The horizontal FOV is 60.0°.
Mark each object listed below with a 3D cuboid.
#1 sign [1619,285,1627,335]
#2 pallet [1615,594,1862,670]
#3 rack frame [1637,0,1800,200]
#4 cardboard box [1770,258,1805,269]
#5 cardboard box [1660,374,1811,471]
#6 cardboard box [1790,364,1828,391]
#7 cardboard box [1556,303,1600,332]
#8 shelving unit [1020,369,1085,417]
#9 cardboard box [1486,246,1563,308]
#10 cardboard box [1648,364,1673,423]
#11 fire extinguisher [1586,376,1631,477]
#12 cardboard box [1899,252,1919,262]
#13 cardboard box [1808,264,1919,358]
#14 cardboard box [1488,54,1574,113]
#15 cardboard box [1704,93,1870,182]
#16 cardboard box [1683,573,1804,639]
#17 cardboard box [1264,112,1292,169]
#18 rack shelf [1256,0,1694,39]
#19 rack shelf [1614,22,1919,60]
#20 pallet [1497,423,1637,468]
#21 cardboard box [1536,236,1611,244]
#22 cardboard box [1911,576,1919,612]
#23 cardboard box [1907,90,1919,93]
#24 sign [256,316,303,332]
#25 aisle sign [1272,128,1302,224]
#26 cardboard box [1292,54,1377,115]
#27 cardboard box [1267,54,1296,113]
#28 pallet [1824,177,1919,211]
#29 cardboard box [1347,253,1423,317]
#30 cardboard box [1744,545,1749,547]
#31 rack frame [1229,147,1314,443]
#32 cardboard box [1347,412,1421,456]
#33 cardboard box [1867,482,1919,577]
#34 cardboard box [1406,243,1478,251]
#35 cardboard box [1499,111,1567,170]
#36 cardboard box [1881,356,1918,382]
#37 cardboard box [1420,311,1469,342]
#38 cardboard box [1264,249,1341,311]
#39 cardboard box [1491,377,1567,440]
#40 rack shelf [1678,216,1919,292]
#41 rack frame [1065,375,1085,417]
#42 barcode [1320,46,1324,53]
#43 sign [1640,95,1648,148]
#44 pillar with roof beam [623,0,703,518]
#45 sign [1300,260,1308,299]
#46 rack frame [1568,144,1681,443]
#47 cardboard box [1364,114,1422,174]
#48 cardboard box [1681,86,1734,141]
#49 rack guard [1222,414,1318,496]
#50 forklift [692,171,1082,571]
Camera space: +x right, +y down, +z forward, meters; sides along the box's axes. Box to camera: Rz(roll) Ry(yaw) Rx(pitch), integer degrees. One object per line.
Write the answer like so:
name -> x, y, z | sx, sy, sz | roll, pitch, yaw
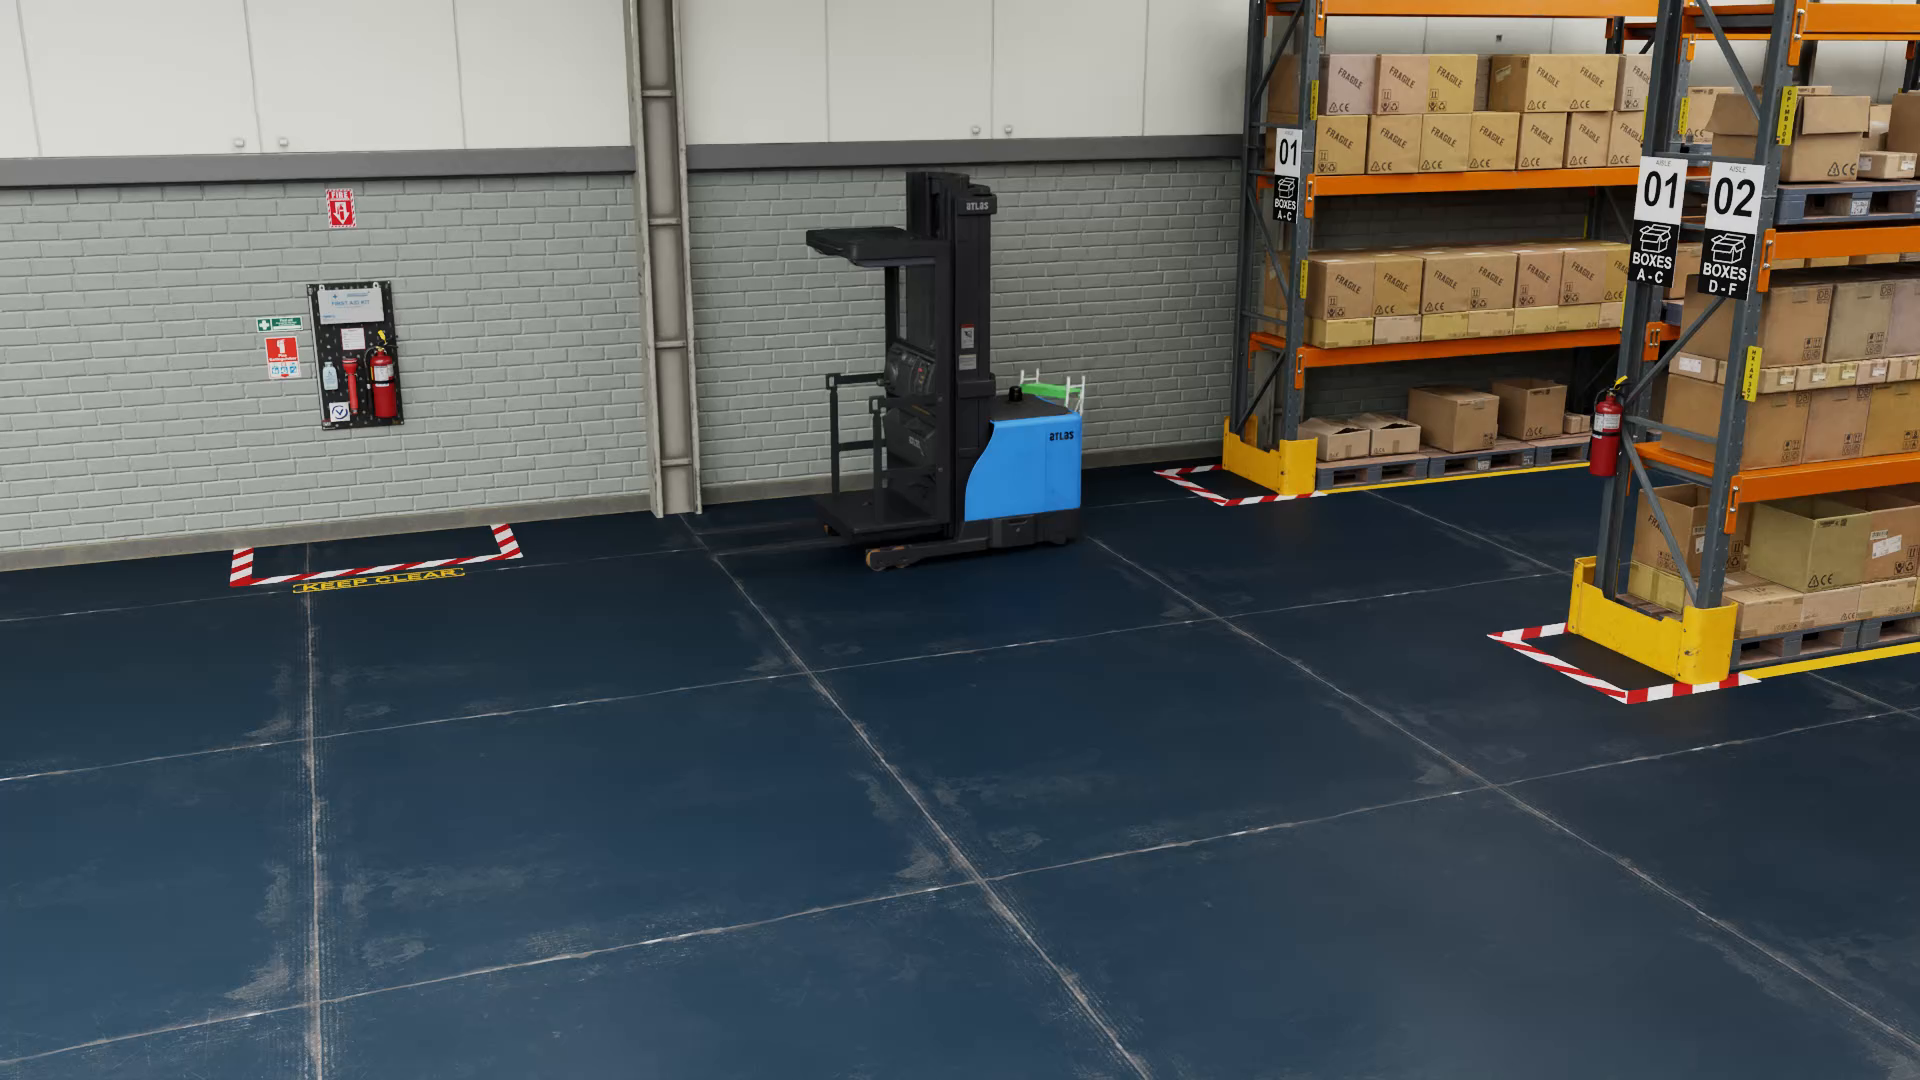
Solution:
sign -> 4.388, -1.507, 10.929 | 0.005, 0.325, 0.100 | -6, 17, -20
pallet -> 5.269, 0.557, 11.328 | 1.213, 0.211, 1.003 | -6, 17, -20
rack frame -> 4.570, -3.572, 9.790 | 0.127, 3.000, 1.000 | -6, 17, -20
cardboard box -> 8.144, -2.830, 16.953 | 0.500, 0.500, 0.700 | -4, 17, -12
cardboard box -> 5.010, -0.785, 10.770 | 0.500, 0.500, 0.700 | -6, 17, -20
cardboard box -> 5.259, -1.063, 10.564 | 0.250, 0.149, 0.380 | -7, 18, -22
cardboard box -> 5.727, -2.161, 15.866 | 0.500, 0.250, 0.500 | -6, 17, -20
shelving unit -> 0.757, -0.839, 14.291 | 0.503, 1.200, 0.258 | 13, 16, 38
cardboard box -> 5.260, -2.468, 15.579 | 0.500, 0.500, 0.500 | -7, 18, -22
cardboard box -> 7.210, -1.490, 17.003 | 0.500, 0.500, 0.700 | -6, 17, -18
fire extinguisher -> 4.293, -0.766, 11.021 | 0.183, 0.674, 0.296 | -6, 17, -20
cardboard box -> 9.829, -3.012, 17.572 | 0.500, 0.500, 0.700 | -8, 18, -27
cardboard box -> 6.019, -1.518, 10.964 | 0.500, 0.500, 0.700 | -6, 17, -20
cardboard box -> 5.166, -4.141, 15.064 | 0.500, 0.500, 0.500 | -7, 18, -22
cardboard box -> 5.108, -2.507, 10.312 | 0.637, 0.503, 0.797 | -5, 17, -16
cardboard box -> 5.150, 0.429, 10.948 | 0.500, 0.250, 0.500 | -6, 17, -20
cardboard box -> 3.093, -3.602, 15.003 | 0.500, 0.500, 0.500 | -5, 17, -16
rack shelf -> 4.661, -4.729, 15.015 | 4.000, 0.370, 1.077 | -6, 17, -20
rack shelf -> 8.396, -4.942, 16.444 | 4.000, 0.370, 1.077 | -6, 17, -20
pallet -> 5.914, -0.984, 16.576 | 1.213, 0.211, 1.003 | -6, 17, -20
cardboard box -> 6.015, -2.704, 16.384 | 0.500, 0.500, 0.500 | -7, 18, -21
cardboard box -> 6.551, 0.278, 11.462 | 0.500, 0.250, 0.500 | -6, 17, -20
cardboard box -> 6.722, -2.721, 11.040 | 0.637, 0.503, 0.797 | -4, 17, -14
sign -> -5.332, -1.691, 13.030 | 0.331, 0.109, 0.001 | -6, 17, -20
aisle sign -> 2.834, -3.157, 14.412 | 0.004, 0.787, 0.394 | -6, 17, -20
cardboard box -> 3.240, -3.948, 14.406 | 0.500, 0.500, 0.500 | -8, 18, -24
cardboard box -> 3.103, -4.085, 14.874 | 0.500, 0.500, 0.500 | -5, 17, -18
pallet -> 6.380, -2.278, 10.867 | 1.213, 0.211, 1.003 | -6, 17, -20
cardboard box -> 3.812, -2.310, 15.040 | 0.500, 0.500, 0.500 | -6, 17, -20
cardboard box -> 5.894, 0.188, 11.768 | 0.500, 0.250, 0.500 | -6, 17, -20
rack frame -> 2.794, -1.996, 15.072 | 0.127, 3.000, 1.000 | -6, 17, -20
cardboard box -> 4.004, -1.021, 15.741 | 0.500, 0.311, 0.500 | -5, 17, -15
cardboard box -> 6.552, -0.081, 11.355 | 0.500, 0.500, 0.500 | -6, 17, -20
cardboard box -> 4.583, -2.549, 15.855 | 0.500, 0.500, 0.500 | -6, 17, -19
cardboard box -> 5.165, -3.667, 15.224 | 0.500, 0.500, 0.500 | -7, 18, -22
cardboard box -> 5.977, -1.140, 10.827 | 0.250, 0.149, 0.380 | -7, 18, -22
cardboard box -> 4.321, -2.005, 15.334 | 0.500, 0.250, 0.500 | -6, 18, -21
cardboard box -> 3.158, -2.397, 15.337 | 0.500, 0.500, 0.500 | -6, 18, -21
cardboard box -> 5.574, -1.296, 16.343 | 0.500, 0.500, 0.500 | -8, 18, -24
rack shelf -> 6.437, -1.989, 11.000 | 4.000, 0.370, 1.077 | -6, 17, -20
rack frame -> 0.945, -0.795, 14.142 | 0.015, 1.200, 0.240 | 13, 16, 38
barcode -> 3.278, -4.454, 15.102 | 0.075, 0.075, 0.001 | -6, 17, -20
sign -> 4.388, -2.663, 10.590 | 0.005, 0.325, 0.100 | -6, 17, -20
pillar with roof beam -> -0.925, -3.435, 9.325 | 0.400, 9.000, 9.100 | -6, 17, -20
sign -> 2.988, -2.269, 14.464 | 0.005, 0.325, 0.100 | -6, 17, -20
rack frame -> 6.529, -2.399, 16.445 | 0.127, 3.000, 1.000 | -6, 17, -20
cardboard box -> 3.710, -3.506, 14.676 | 0.500, 0.500, 0.500 | -5, 17, -16
cardboard box -> 7.068, -4.122, 16.065 | 0.500, 0.500, 0.500 | -4, 17, -12
rack guard -> 2.865, -0.804, 15.450 | 0.348, 0.500, 1.175 | -6, 17, -20
forklift -> -0.576, -1.336, 12.946 | 3.031, 2.935, 1.130 | -7, 18, -22
